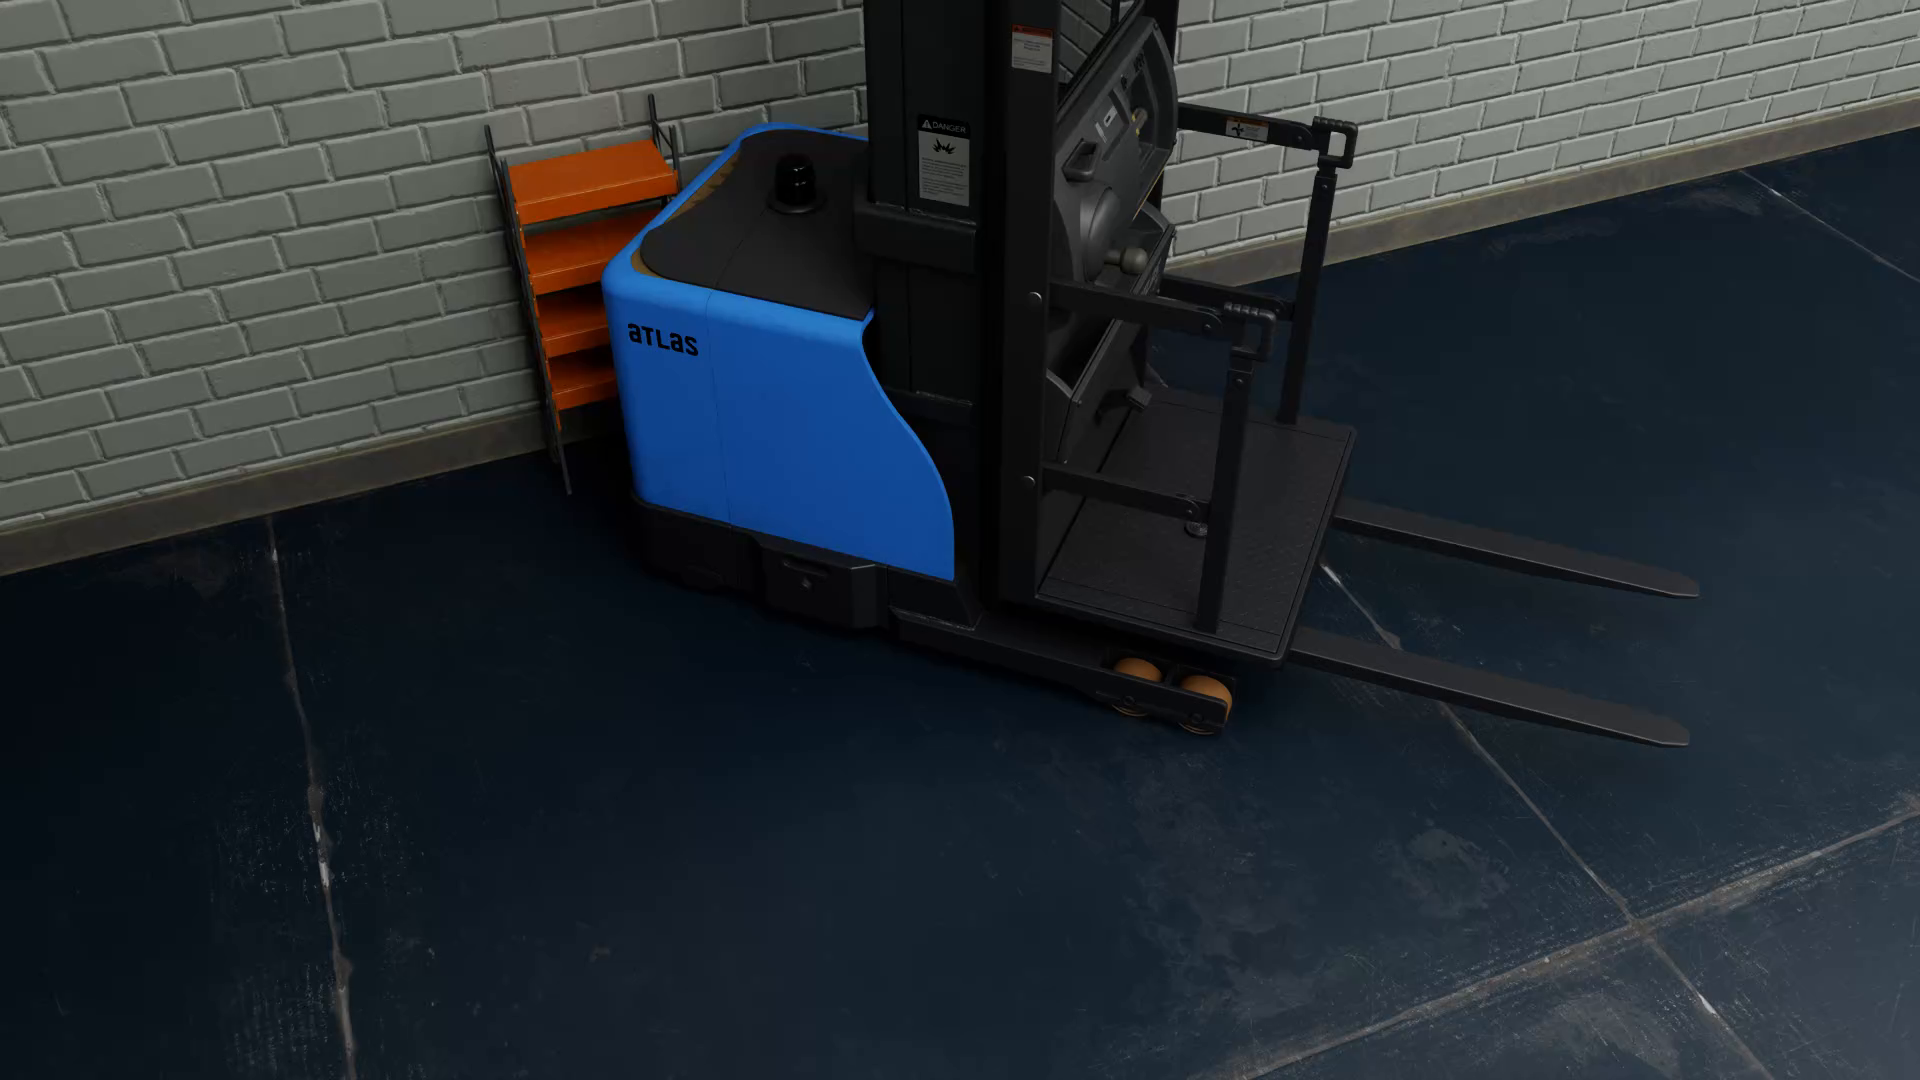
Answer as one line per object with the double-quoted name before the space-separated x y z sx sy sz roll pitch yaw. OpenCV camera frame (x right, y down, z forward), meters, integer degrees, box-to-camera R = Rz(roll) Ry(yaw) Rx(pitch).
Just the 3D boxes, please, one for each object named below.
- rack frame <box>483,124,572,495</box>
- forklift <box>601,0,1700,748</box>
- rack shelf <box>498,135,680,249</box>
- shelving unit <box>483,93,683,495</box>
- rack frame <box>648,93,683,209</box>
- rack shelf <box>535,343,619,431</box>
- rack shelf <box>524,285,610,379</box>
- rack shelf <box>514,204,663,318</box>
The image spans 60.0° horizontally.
"rack frame" -1.321 -0.674 5.113 0.015 1.200 0.240 -16 43 -18
"forklift" 0.585 -0.966 4.125 3.031 2.935 1.130 14 43 16
"rack shelf" -1.098 -1.037 4.933 0.480 0.148 0.258 -16 43 -18
"shelving unit" -1.098 -0.739 5.189 0.503 1.200 0.258 -16 43 -18
"rack frame" -0.876 -0.804 5.265 0.015 1.200 0.240 -16 43 -18
"rack shelf" -1.098 -0.537 5.362 0.480 0.148 0.258 -16 43 -18
"rack shelf" -1.098 -0.688 5.233 0.480 0.148 0.258 -16 43 -18
"rack shelf" -1.098 -0.857 5.087 0.480 0.148 0.258 -16 43 -18
